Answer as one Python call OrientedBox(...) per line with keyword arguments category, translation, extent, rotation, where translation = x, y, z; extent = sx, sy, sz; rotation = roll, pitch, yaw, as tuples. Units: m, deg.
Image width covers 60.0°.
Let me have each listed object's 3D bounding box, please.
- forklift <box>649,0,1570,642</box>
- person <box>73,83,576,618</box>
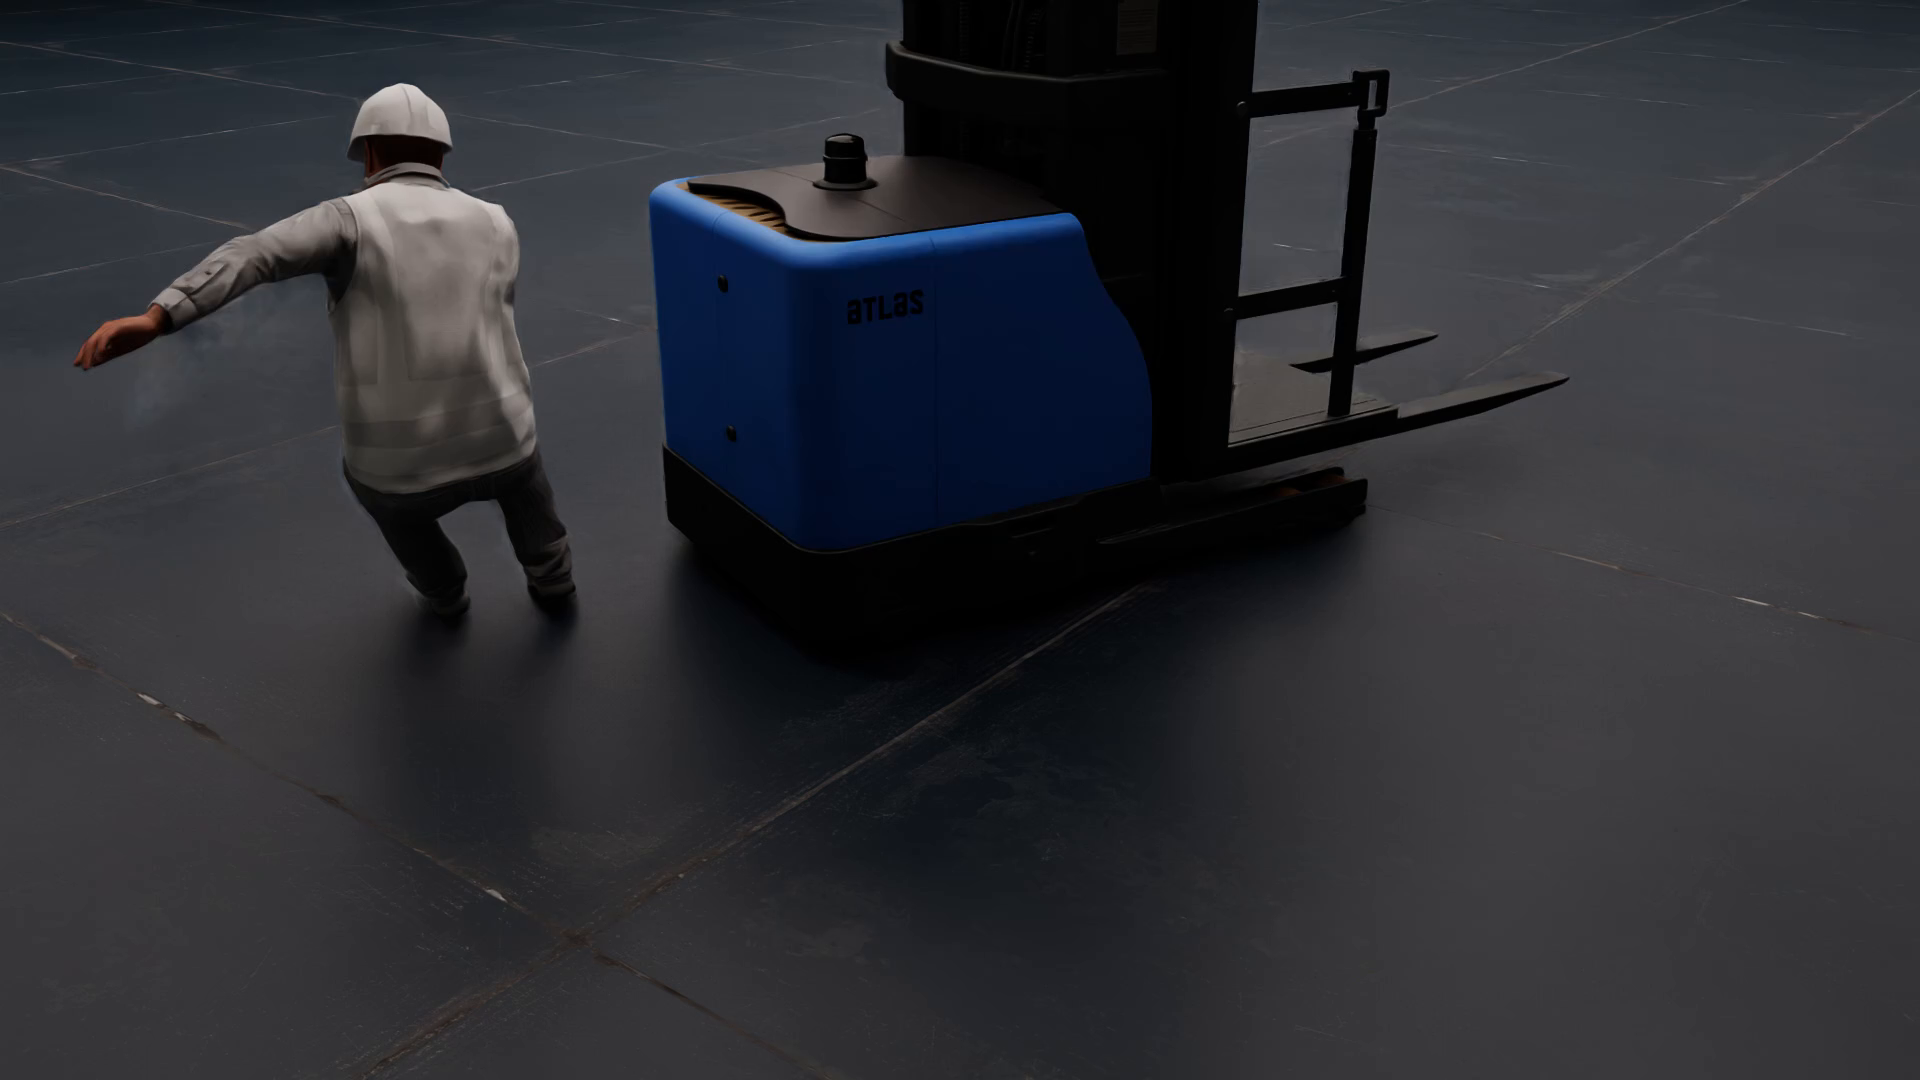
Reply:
OrientedBox(category="forklift", translation=(0.649, -1.502, 4.793), extent=(3.031, 2.935, 1.130), rotation=(-14, 27, -29))
OrientedBox(category="person", translation=(-1.479, -0.335, 3.993), extent=(1.183, 1.437, 0.895), rotation=(-15, 28, -31))
